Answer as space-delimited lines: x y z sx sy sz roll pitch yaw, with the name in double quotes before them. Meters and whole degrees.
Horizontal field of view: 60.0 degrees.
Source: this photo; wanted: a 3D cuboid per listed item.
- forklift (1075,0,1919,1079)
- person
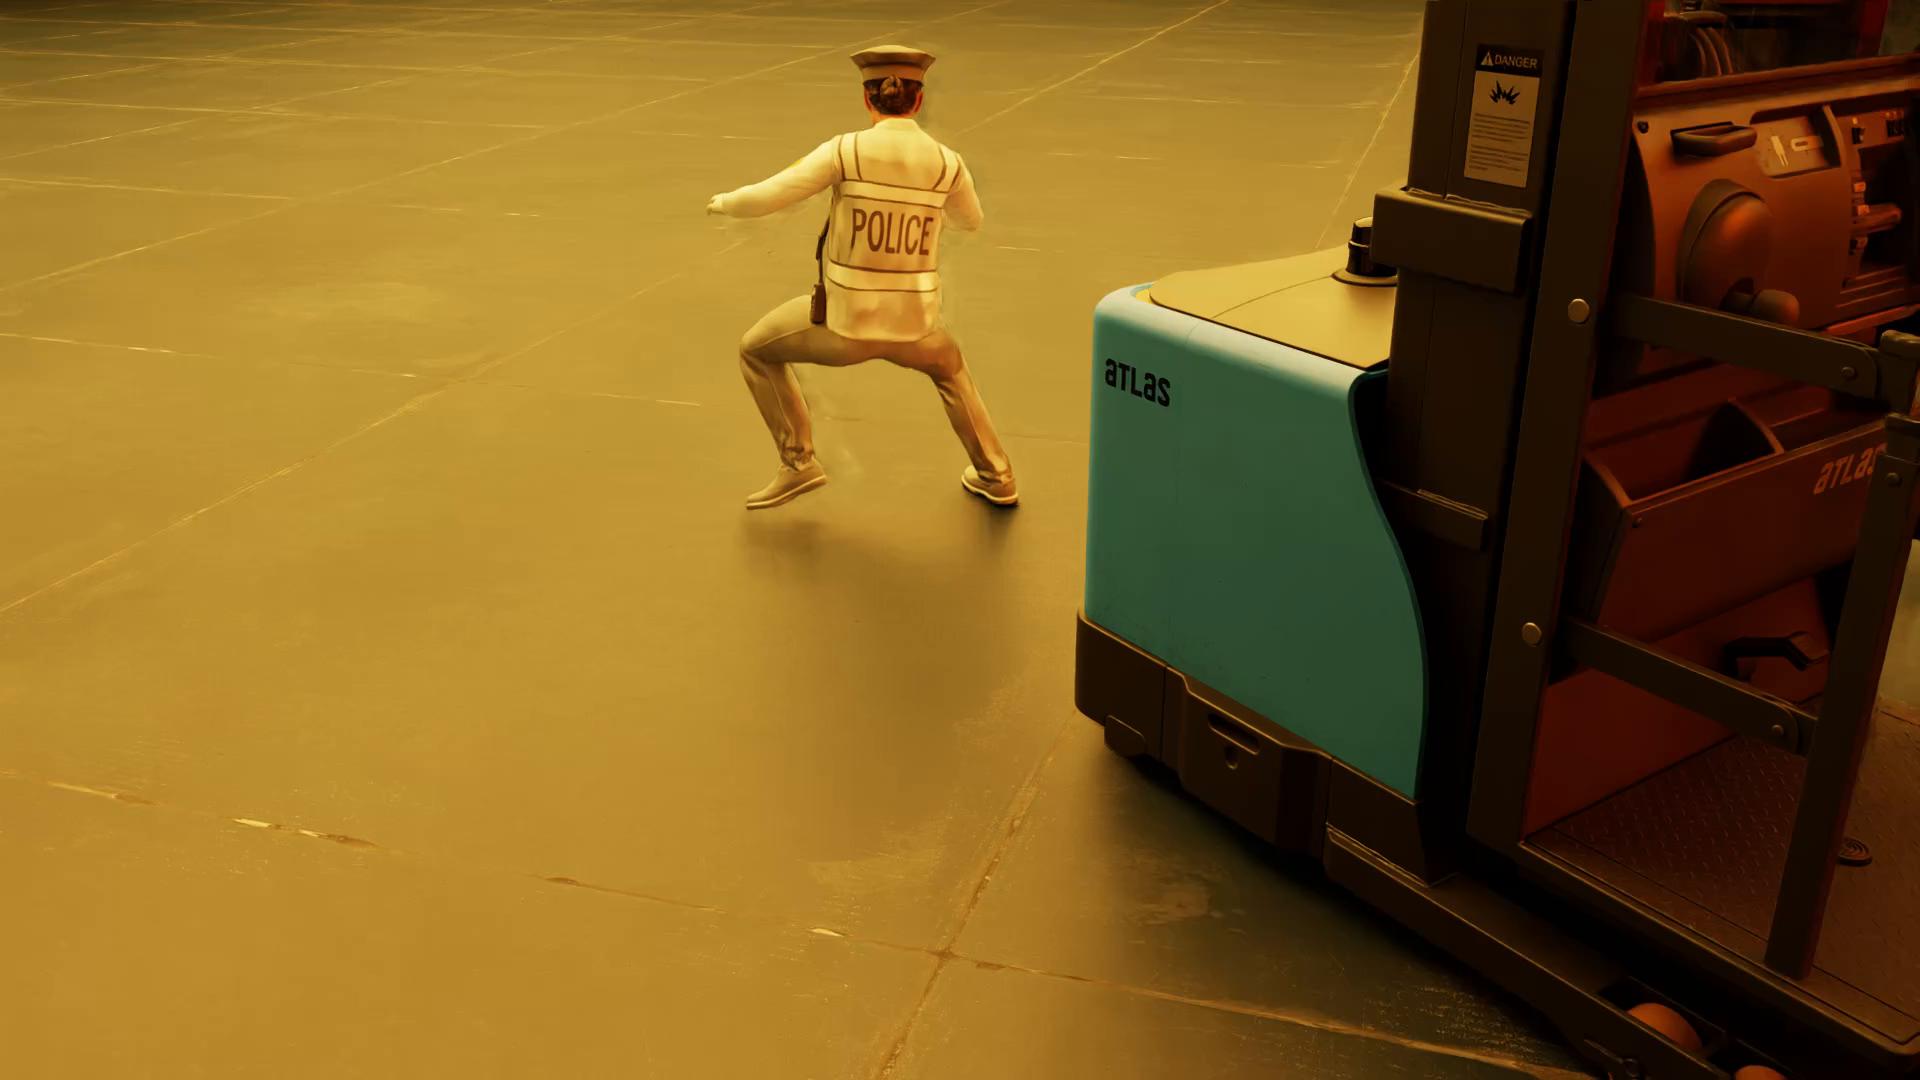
"forklift" 1.530 -0.549 2.609 1.130 2.935 3.031 -15 27 -32
"person" -0.274 -0.767 5.077 0.934 1.449 0.716 -5 23 -13
